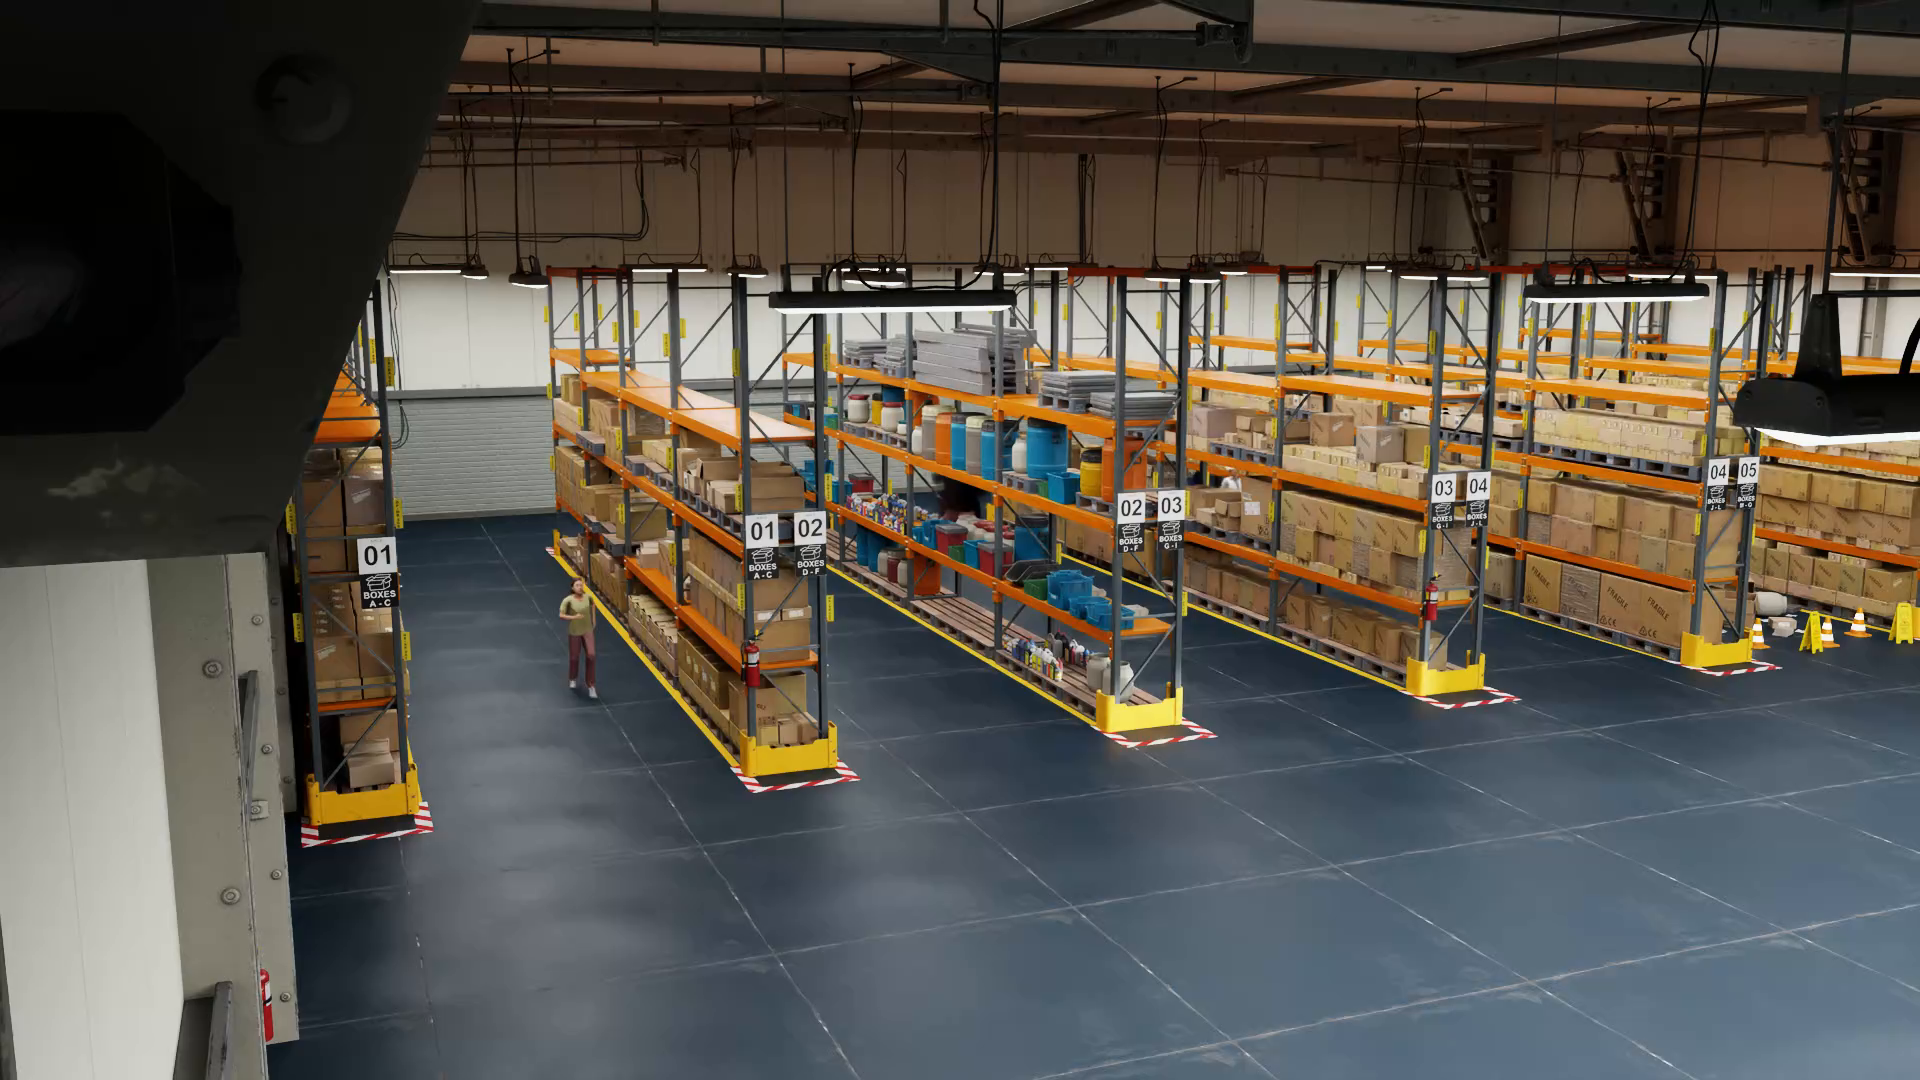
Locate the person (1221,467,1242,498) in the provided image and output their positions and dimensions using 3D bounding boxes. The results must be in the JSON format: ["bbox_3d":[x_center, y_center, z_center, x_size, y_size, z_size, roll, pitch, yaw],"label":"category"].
[{"bbox_3d":[5.923,-0.754,35.899,0.661,1.794,0.884,-3,10,-17],"label":"person"}]

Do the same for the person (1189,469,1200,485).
[{"bbox_3d":[6.035,-1.650,41.528,0.710,1.634,0.641,3,10,16],"label":"person"}]

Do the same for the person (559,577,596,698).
[{"bbox_3d":[-5.486,1.374,23.927,0.591,1.731,0.758,-5,11,-27],"label":"person"}]
